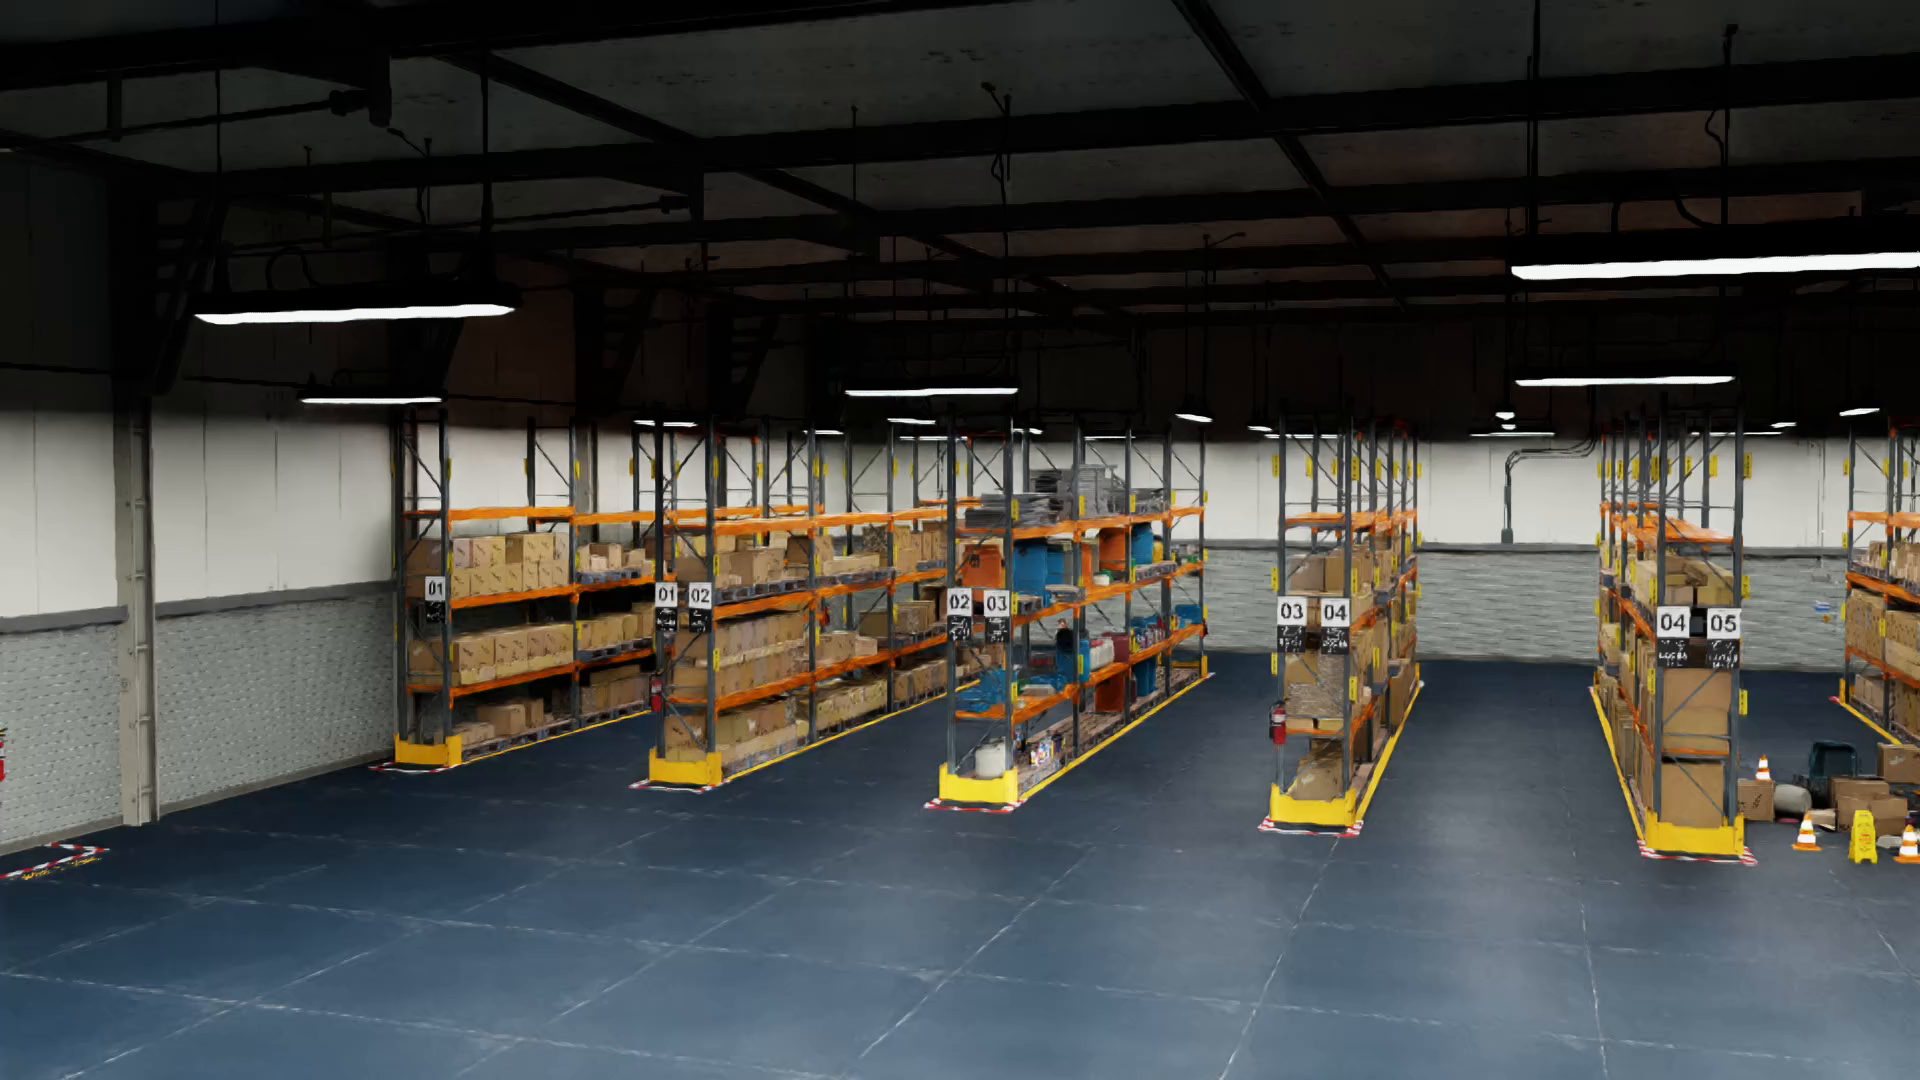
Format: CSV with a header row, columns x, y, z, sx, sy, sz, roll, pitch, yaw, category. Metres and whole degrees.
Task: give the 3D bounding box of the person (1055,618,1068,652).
x,y,z,sx,sy,sz,roll,pitch,yaw,category
2.362,2.569,37.833,0.446,1.590,1.098,1,3,16,person
